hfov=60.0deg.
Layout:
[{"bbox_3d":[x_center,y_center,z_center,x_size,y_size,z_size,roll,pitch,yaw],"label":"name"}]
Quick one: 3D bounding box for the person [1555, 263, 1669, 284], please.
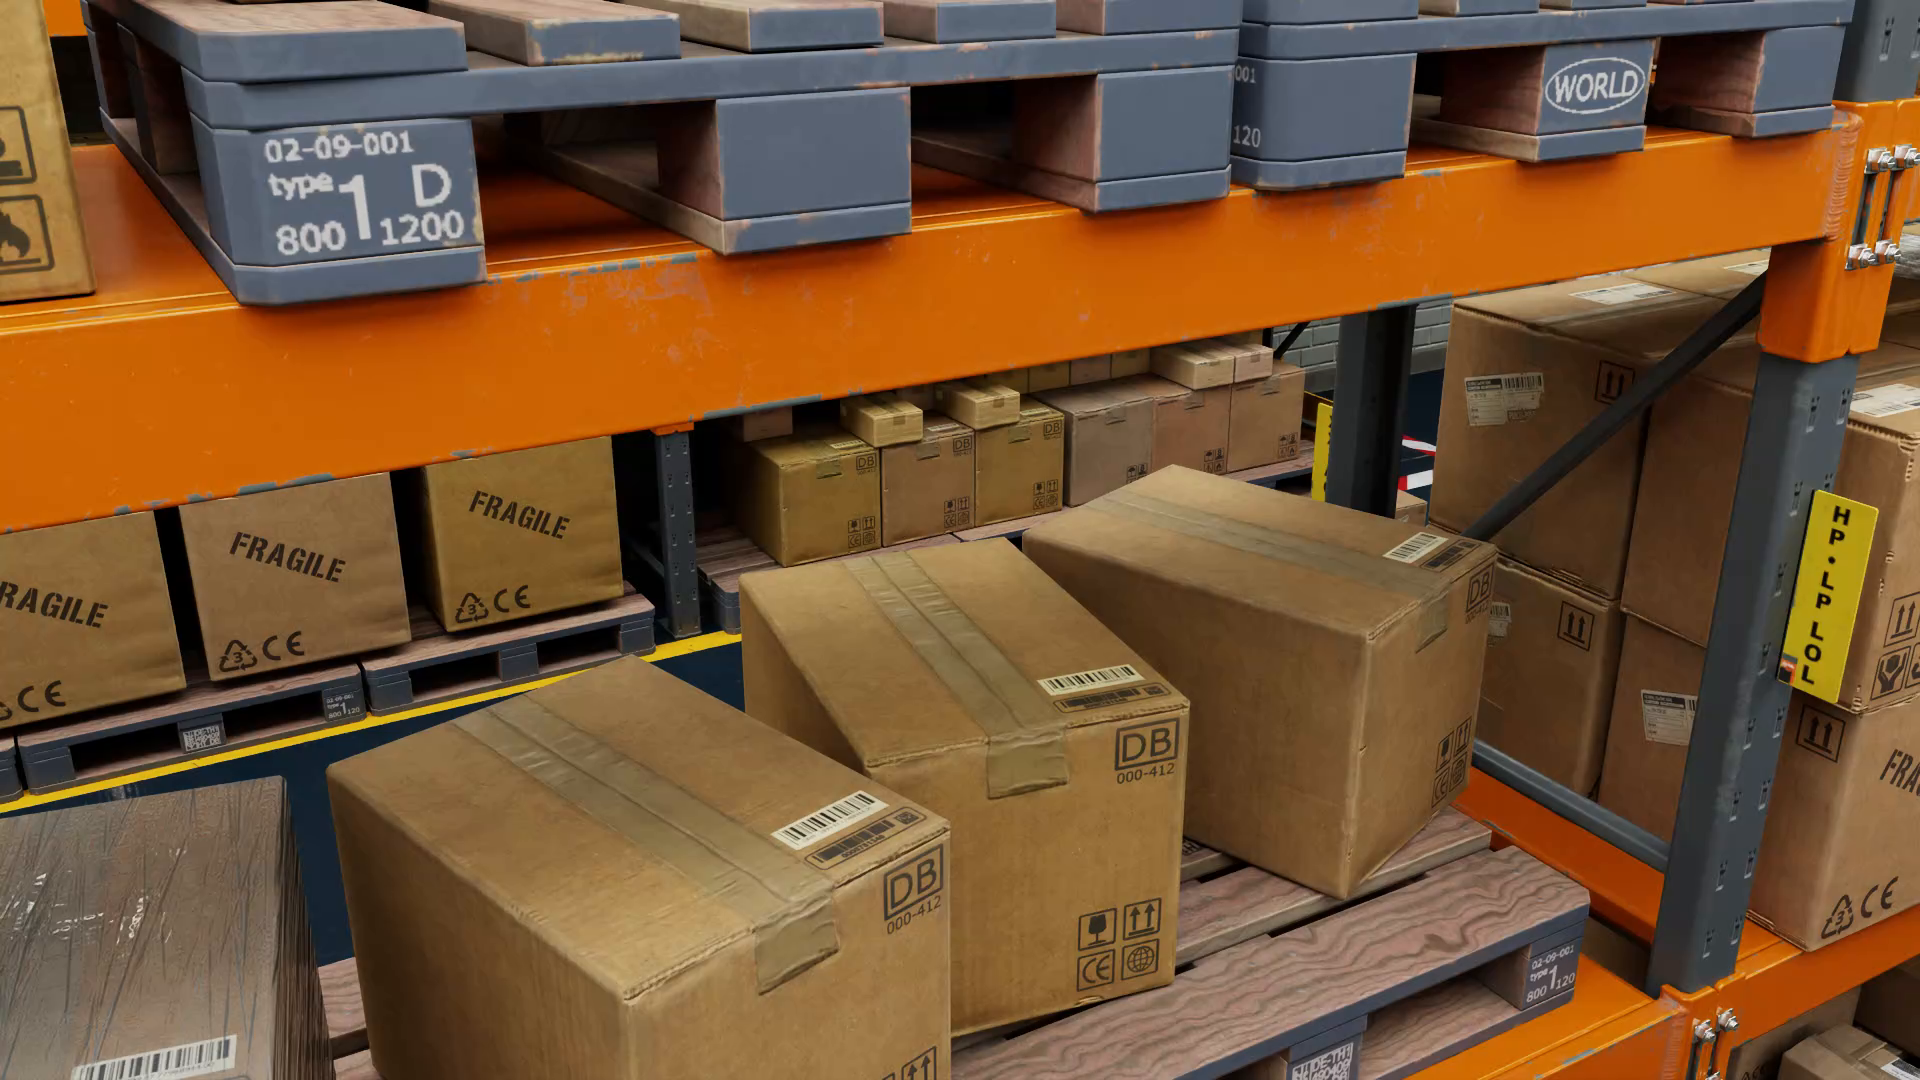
[{"bbox_3d":[3.549,-1.193,9.143,0.552,1.843,0.502,10,24,24],"label":"person"}]
